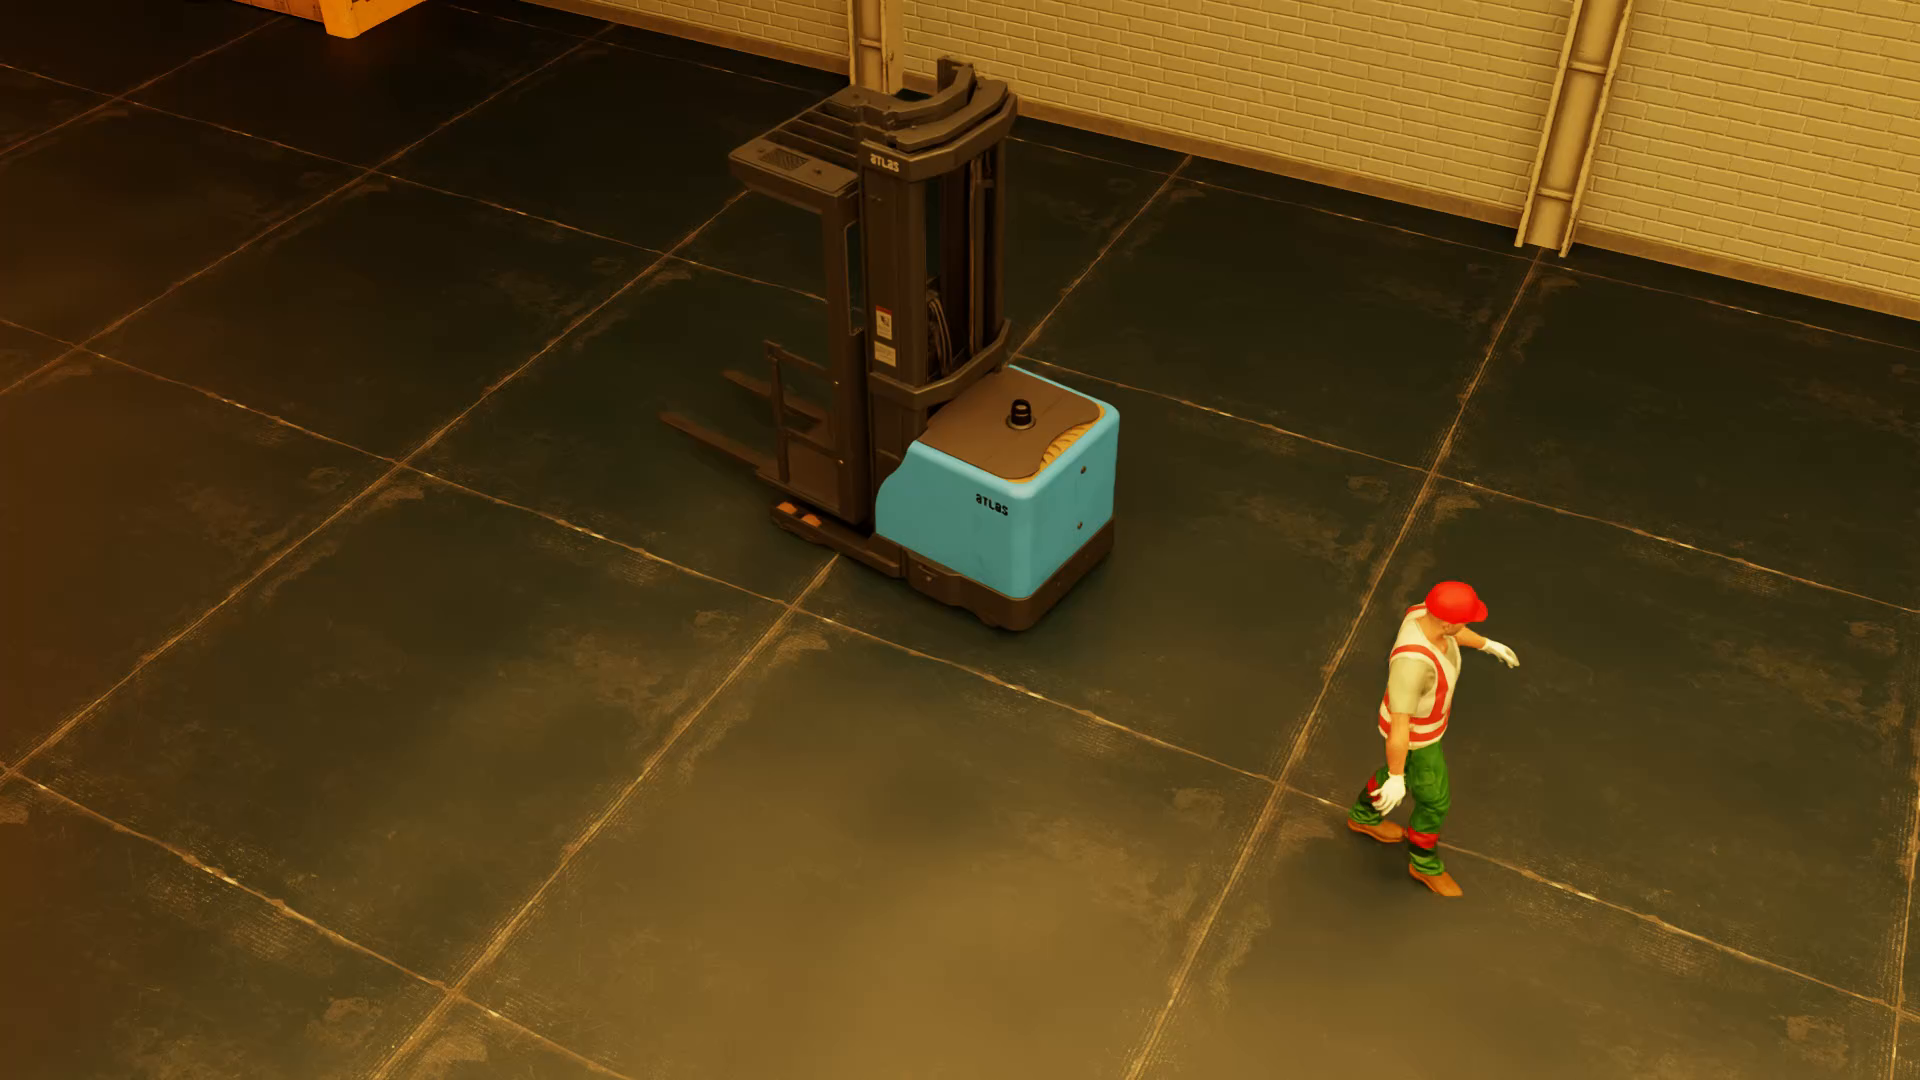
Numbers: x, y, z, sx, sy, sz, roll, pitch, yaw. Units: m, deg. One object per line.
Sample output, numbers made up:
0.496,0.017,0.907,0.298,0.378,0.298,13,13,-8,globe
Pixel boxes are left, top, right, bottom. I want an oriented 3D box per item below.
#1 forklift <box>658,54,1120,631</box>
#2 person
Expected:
-0.562,-1.363,9.605,3.031,2.935,1.130,25,46,27,forklift
2.246,0.928,7.826,0.644,1.795,1.026,16,43,19,person
